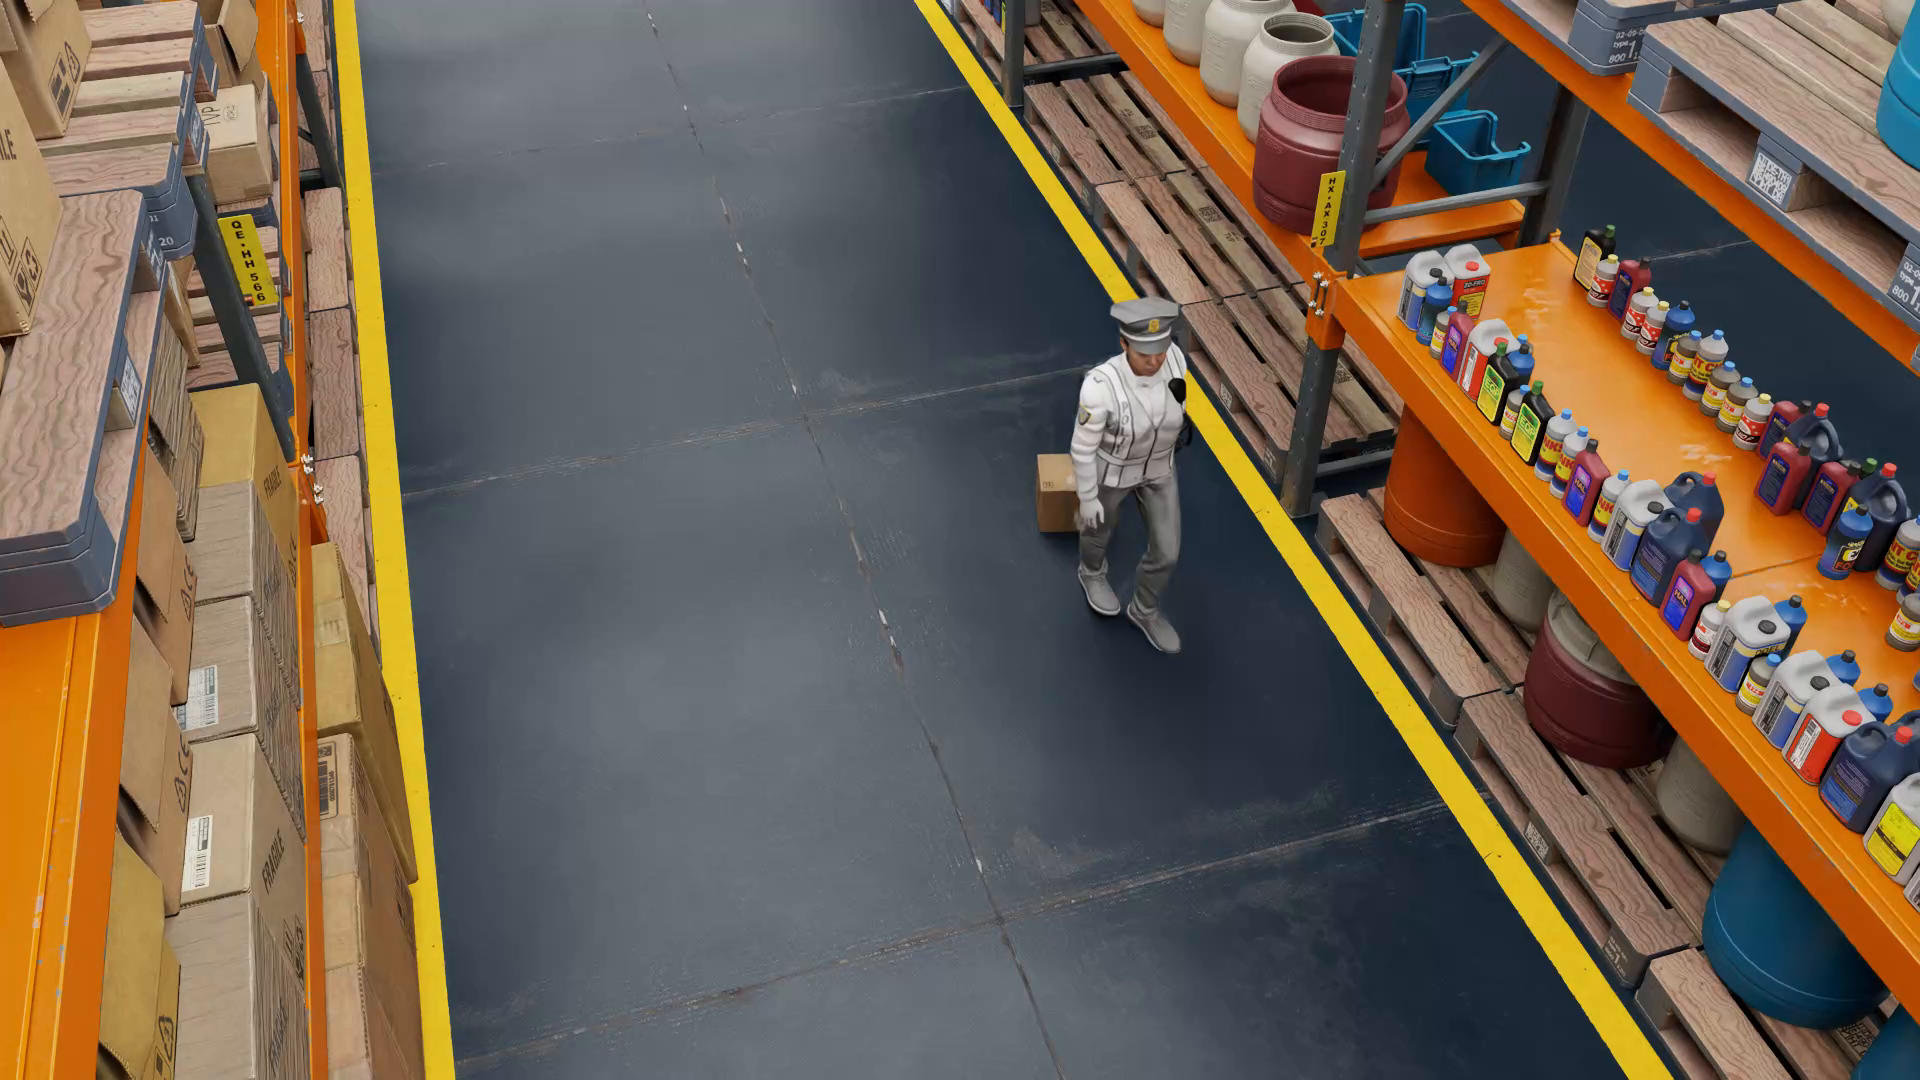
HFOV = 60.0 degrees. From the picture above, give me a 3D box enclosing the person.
[{"bbox_3d":[0.631,-0.271,6.457,0.512,1.708,0.536,-14,44,-15],"label":"person"}]
